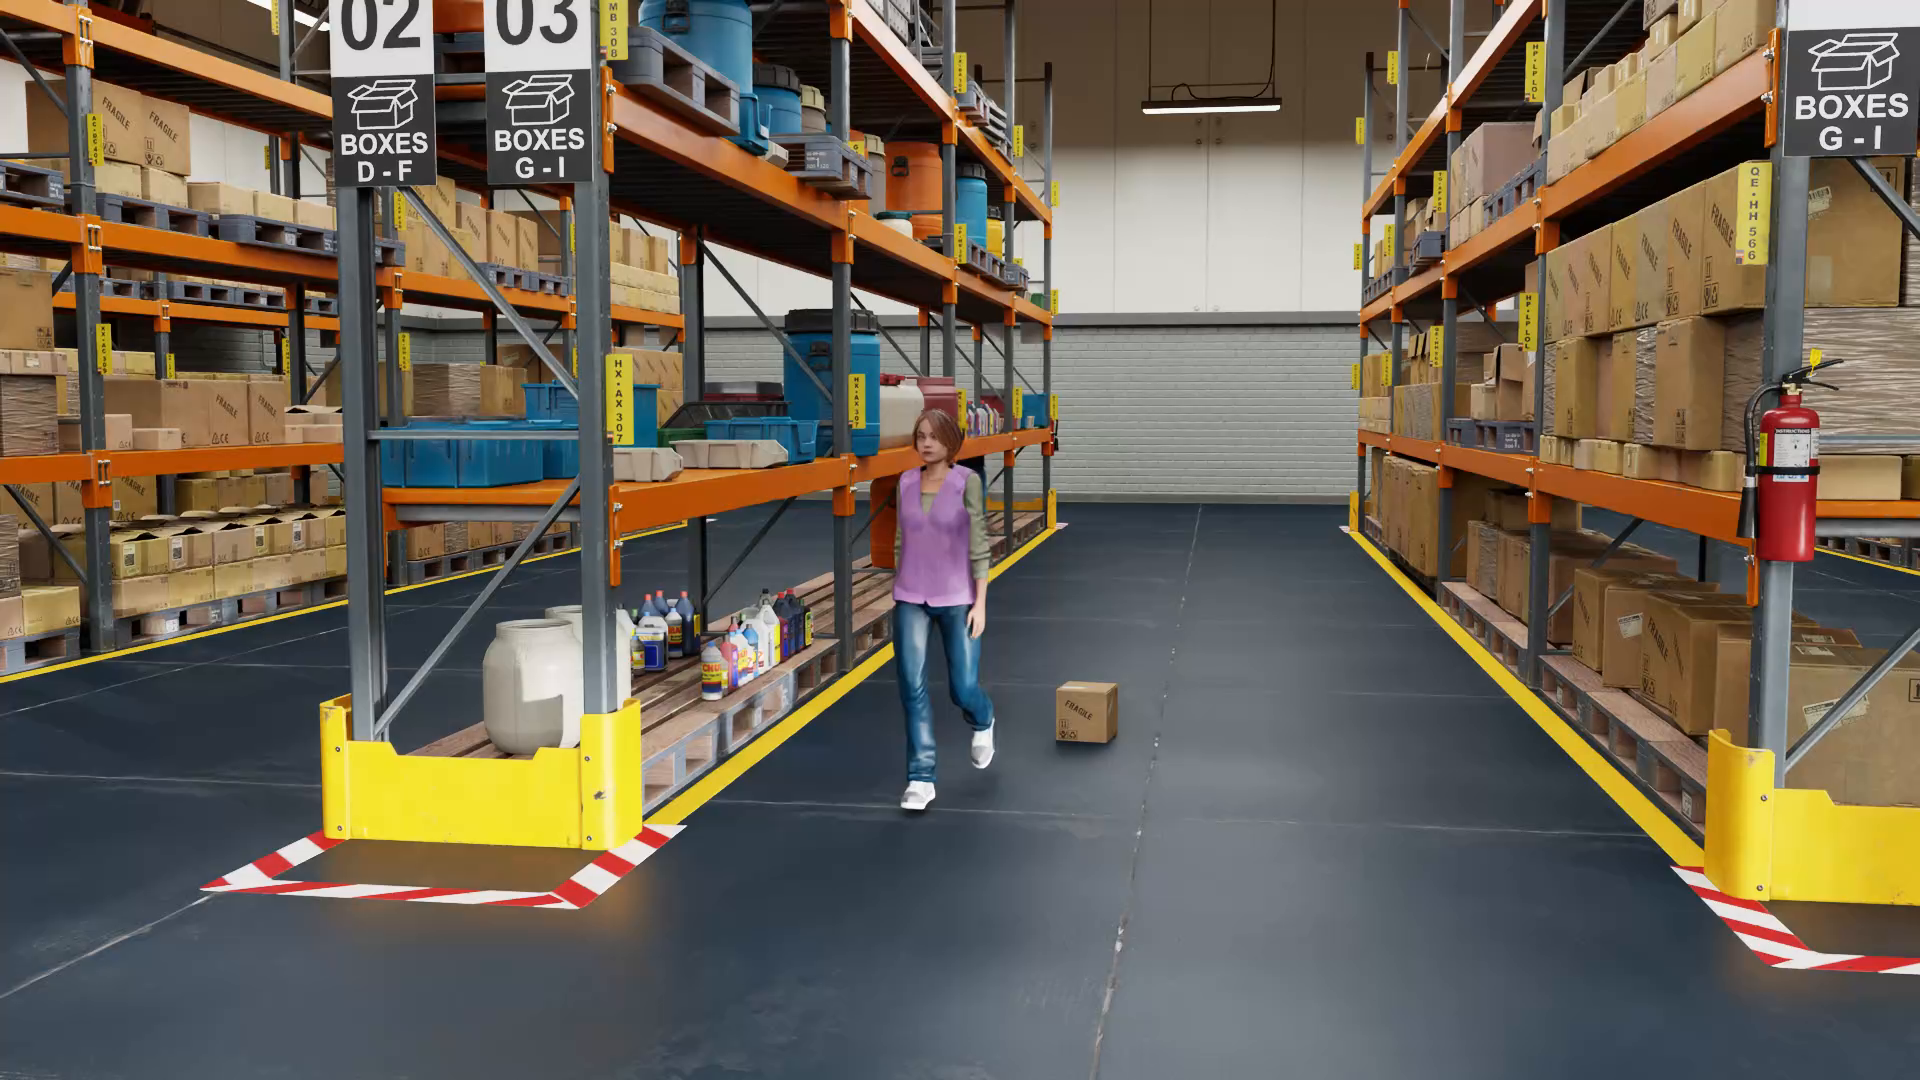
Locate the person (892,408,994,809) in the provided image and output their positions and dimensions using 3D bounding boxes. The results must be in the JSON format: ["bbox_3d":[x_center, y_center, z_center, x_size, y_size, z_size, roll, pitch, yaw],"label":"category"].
[{"bbox_3d":[-0.060,0.258,6.744,0.414,1.586,0.638,1,5,16],"label":"person"}]
